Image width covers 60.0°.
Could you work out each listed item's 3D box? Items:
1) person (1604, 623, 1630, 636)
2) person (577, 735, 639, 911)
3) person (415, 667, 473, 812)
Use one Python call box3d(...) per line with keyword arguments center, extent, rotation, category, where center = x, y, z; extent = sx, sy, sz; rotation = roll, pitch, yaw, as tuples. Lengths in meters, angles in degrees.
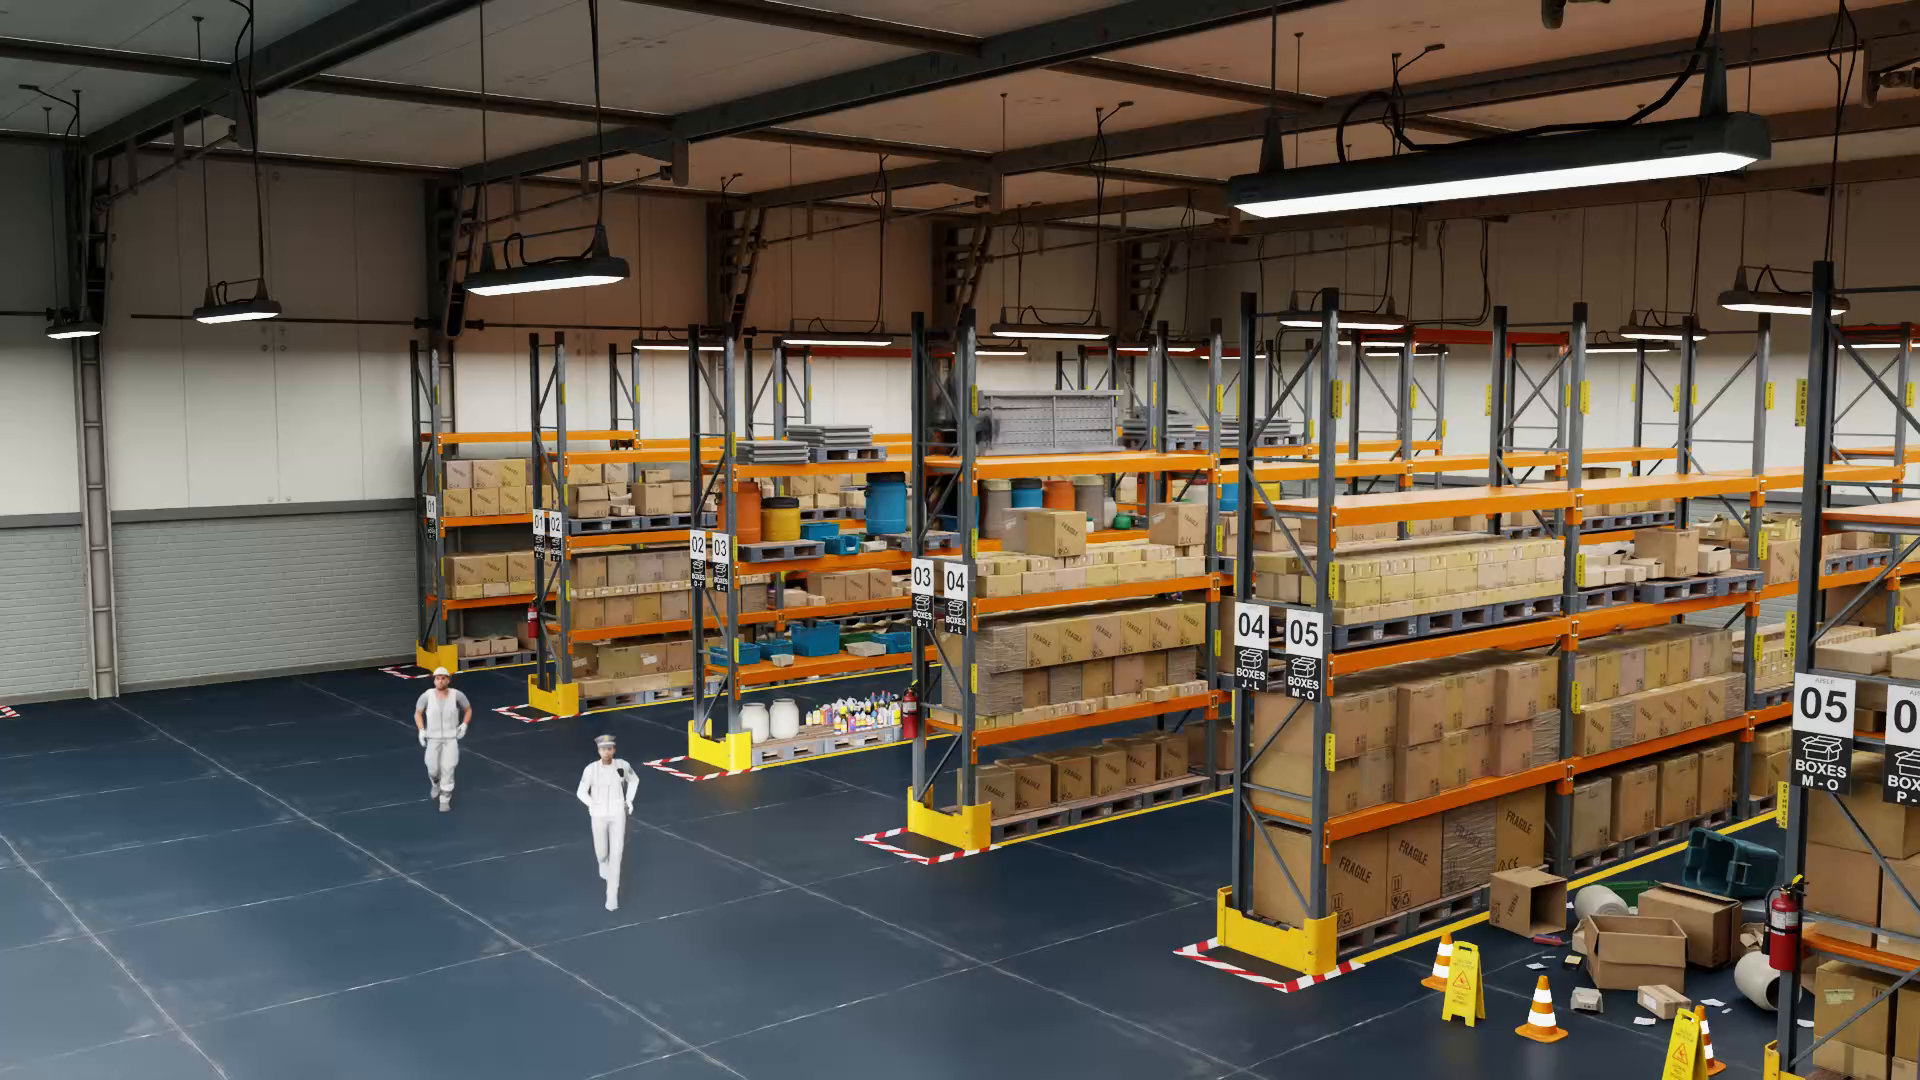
box3d(center=(10.014, 1.986, 25.130), extent=(0.627, 1.735, 0.730), rotation=(-4, 7, -37), category="person")
box3d(center=(-3.540, 2.785, 16.773), extent=(0.617, 1.696, 0.882), rotation=(-1, 5, -13), category="person")
box3d(center=(-6.308, 2.415, 20.354), extent=(0.678, 1.755, 0.593), rotation=(-1, 5, -15), category="person")
